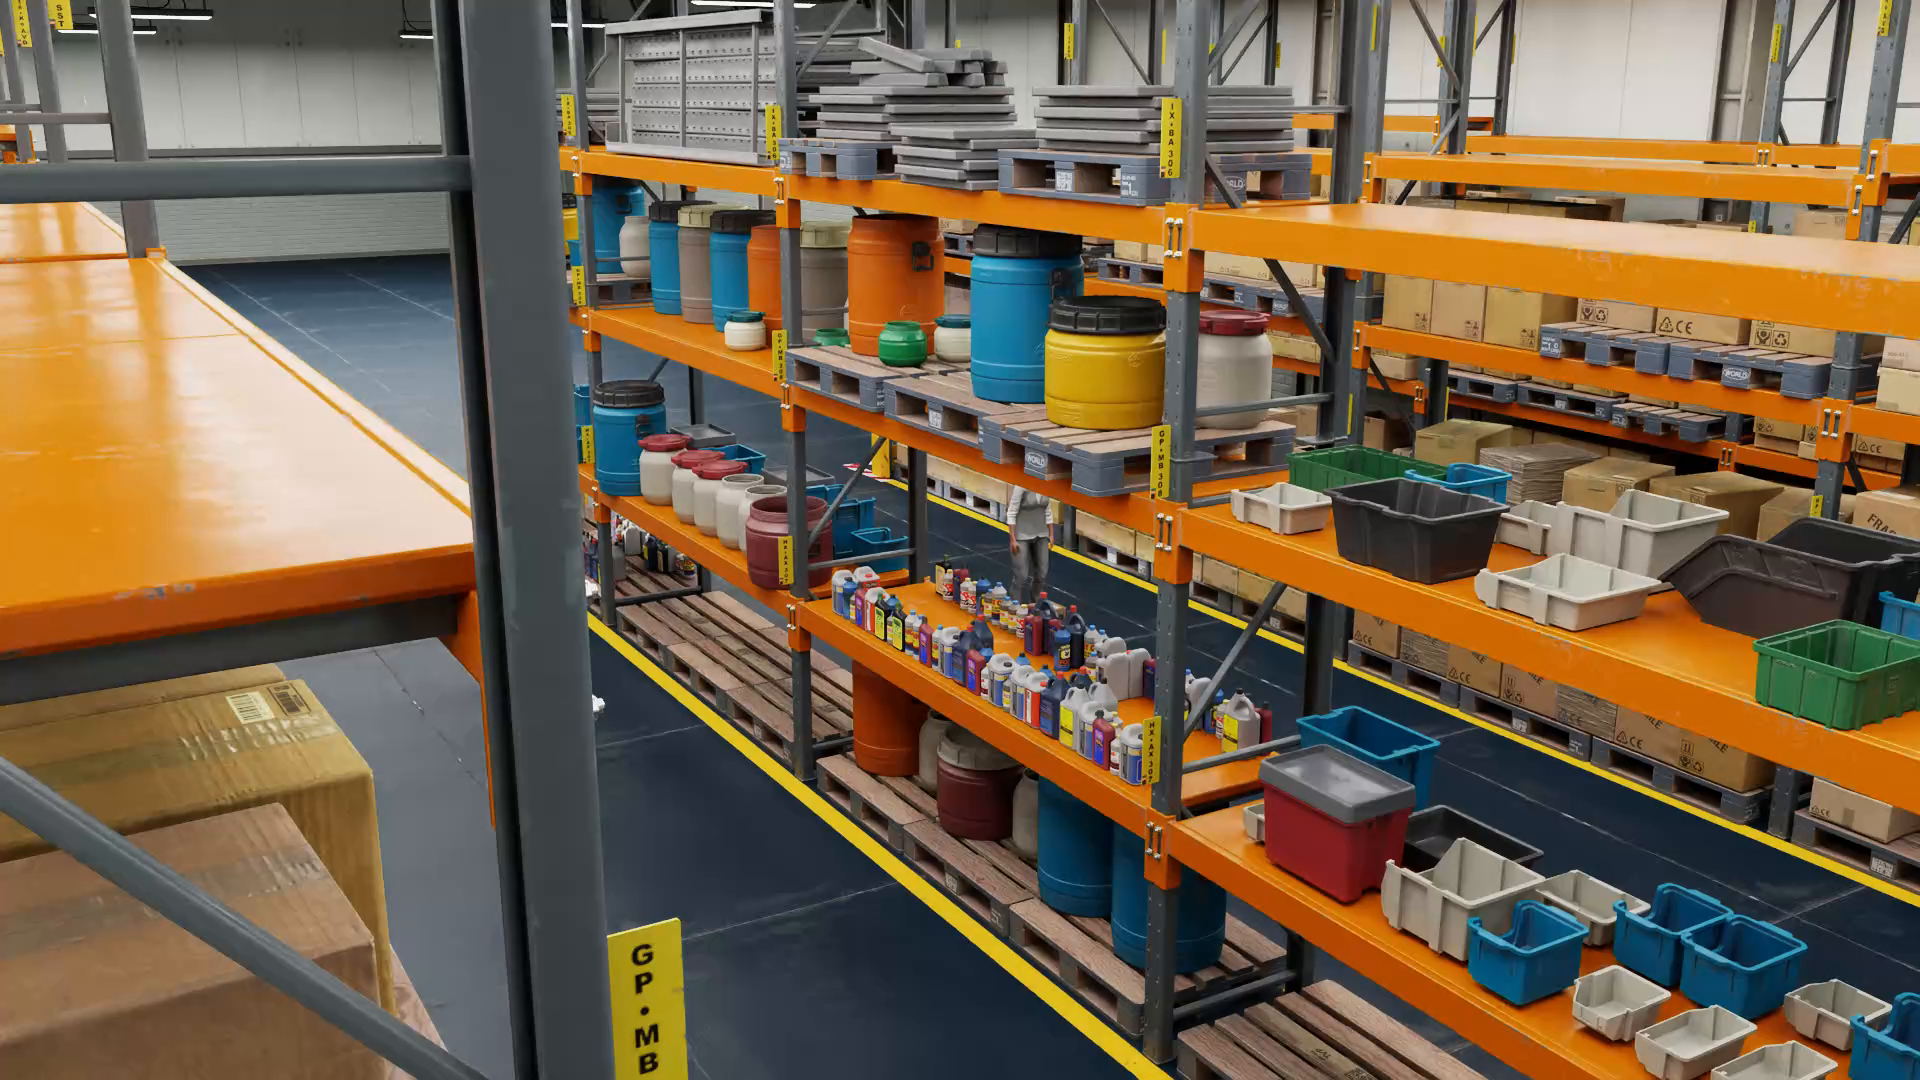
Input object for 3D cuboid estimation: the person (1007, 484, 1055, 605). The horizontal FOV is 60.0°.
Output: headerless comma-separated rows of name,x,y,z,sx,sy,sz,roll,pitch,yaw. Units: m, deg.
person,0.620,-0.002,14.548,0.464,1.592,0.347,-9,18,-30
